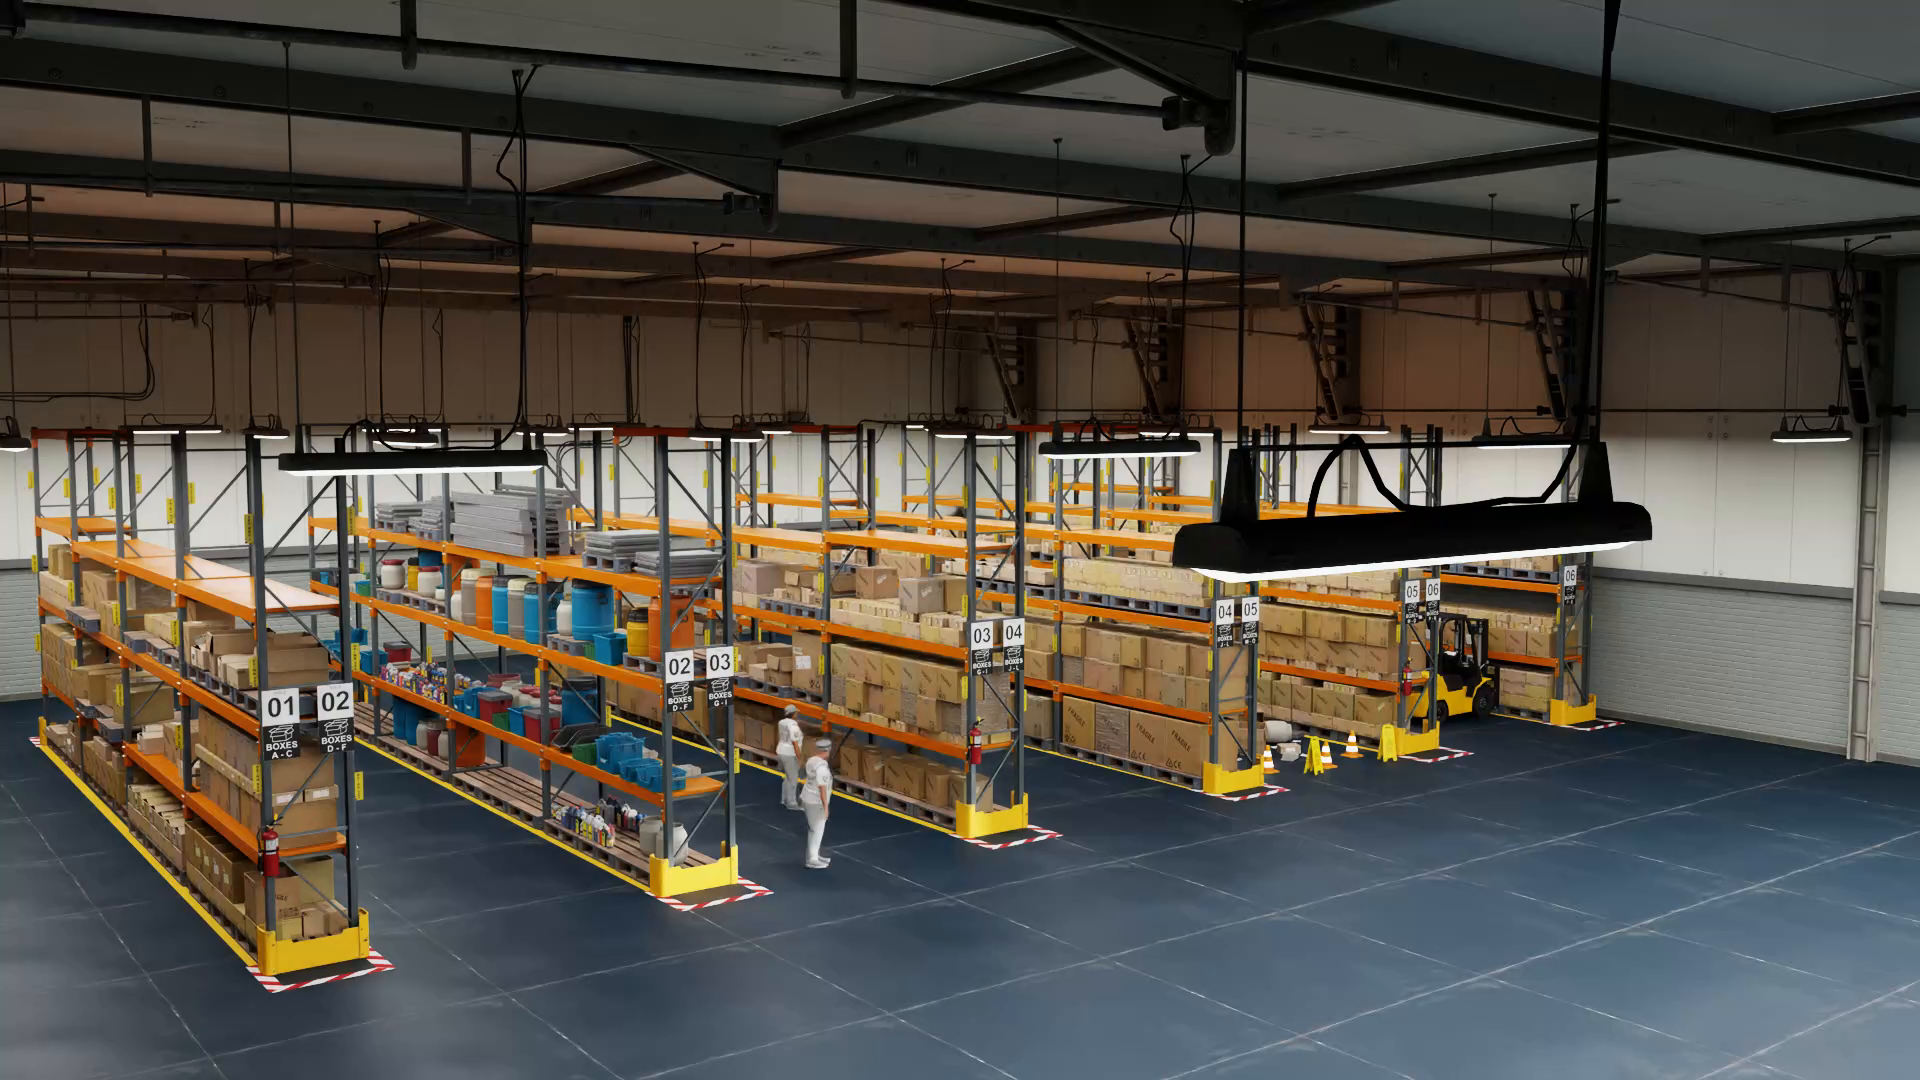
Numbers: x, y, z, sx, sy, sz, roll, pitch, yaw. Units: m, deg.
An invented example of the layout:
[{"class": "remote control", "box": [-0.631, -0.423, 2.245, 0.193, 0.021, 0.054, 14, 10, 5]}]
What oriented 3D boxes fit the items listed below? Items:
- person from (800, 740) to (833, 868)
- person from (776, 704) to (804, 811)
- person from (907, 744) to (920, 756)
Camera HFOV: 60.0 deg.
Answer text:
[{"class": "person", "box": [-1.980, 3.656, 23.055, 0.433, 1.758, 0.576, -2, 5, -20]}, {"class": "person", "box": [-2.696, 3.477, 26.380, 0.398, 1.750, 0.558, -2, 5, -23]}, {"class": "person", "box": [-0.785, 3.123, 29.817, 0.528, 1.832, 0.691, -3, 5, -33]}]
